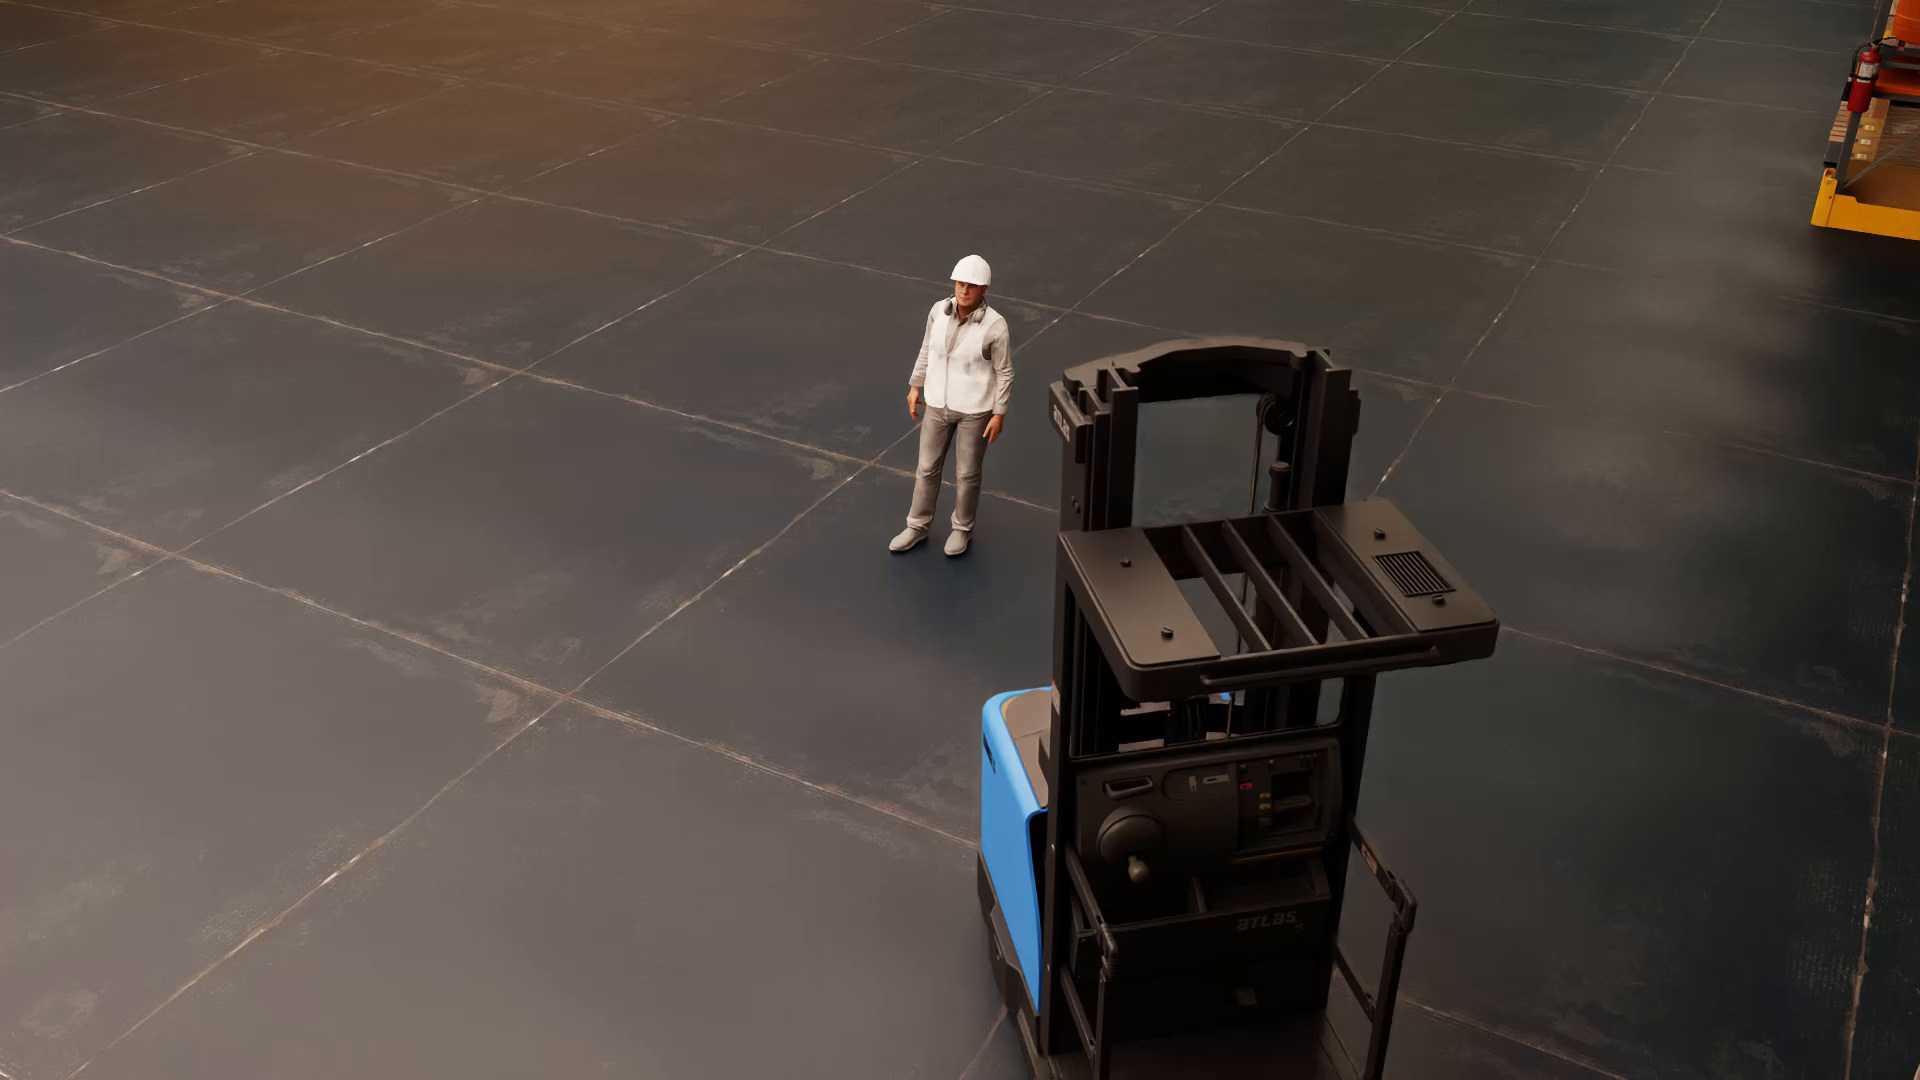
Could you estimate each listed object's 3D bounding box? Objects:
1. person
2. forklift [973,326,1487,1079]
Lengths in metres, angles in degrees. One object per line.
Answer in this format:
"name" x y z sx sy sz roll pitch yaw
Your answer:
"person" -0.037 -0.750 9.512 0.632 1.773 0.568 15 33 25
"forklift" 0.874 0.919 5.479 1.130 2.935 3.031 -6 31 -11
